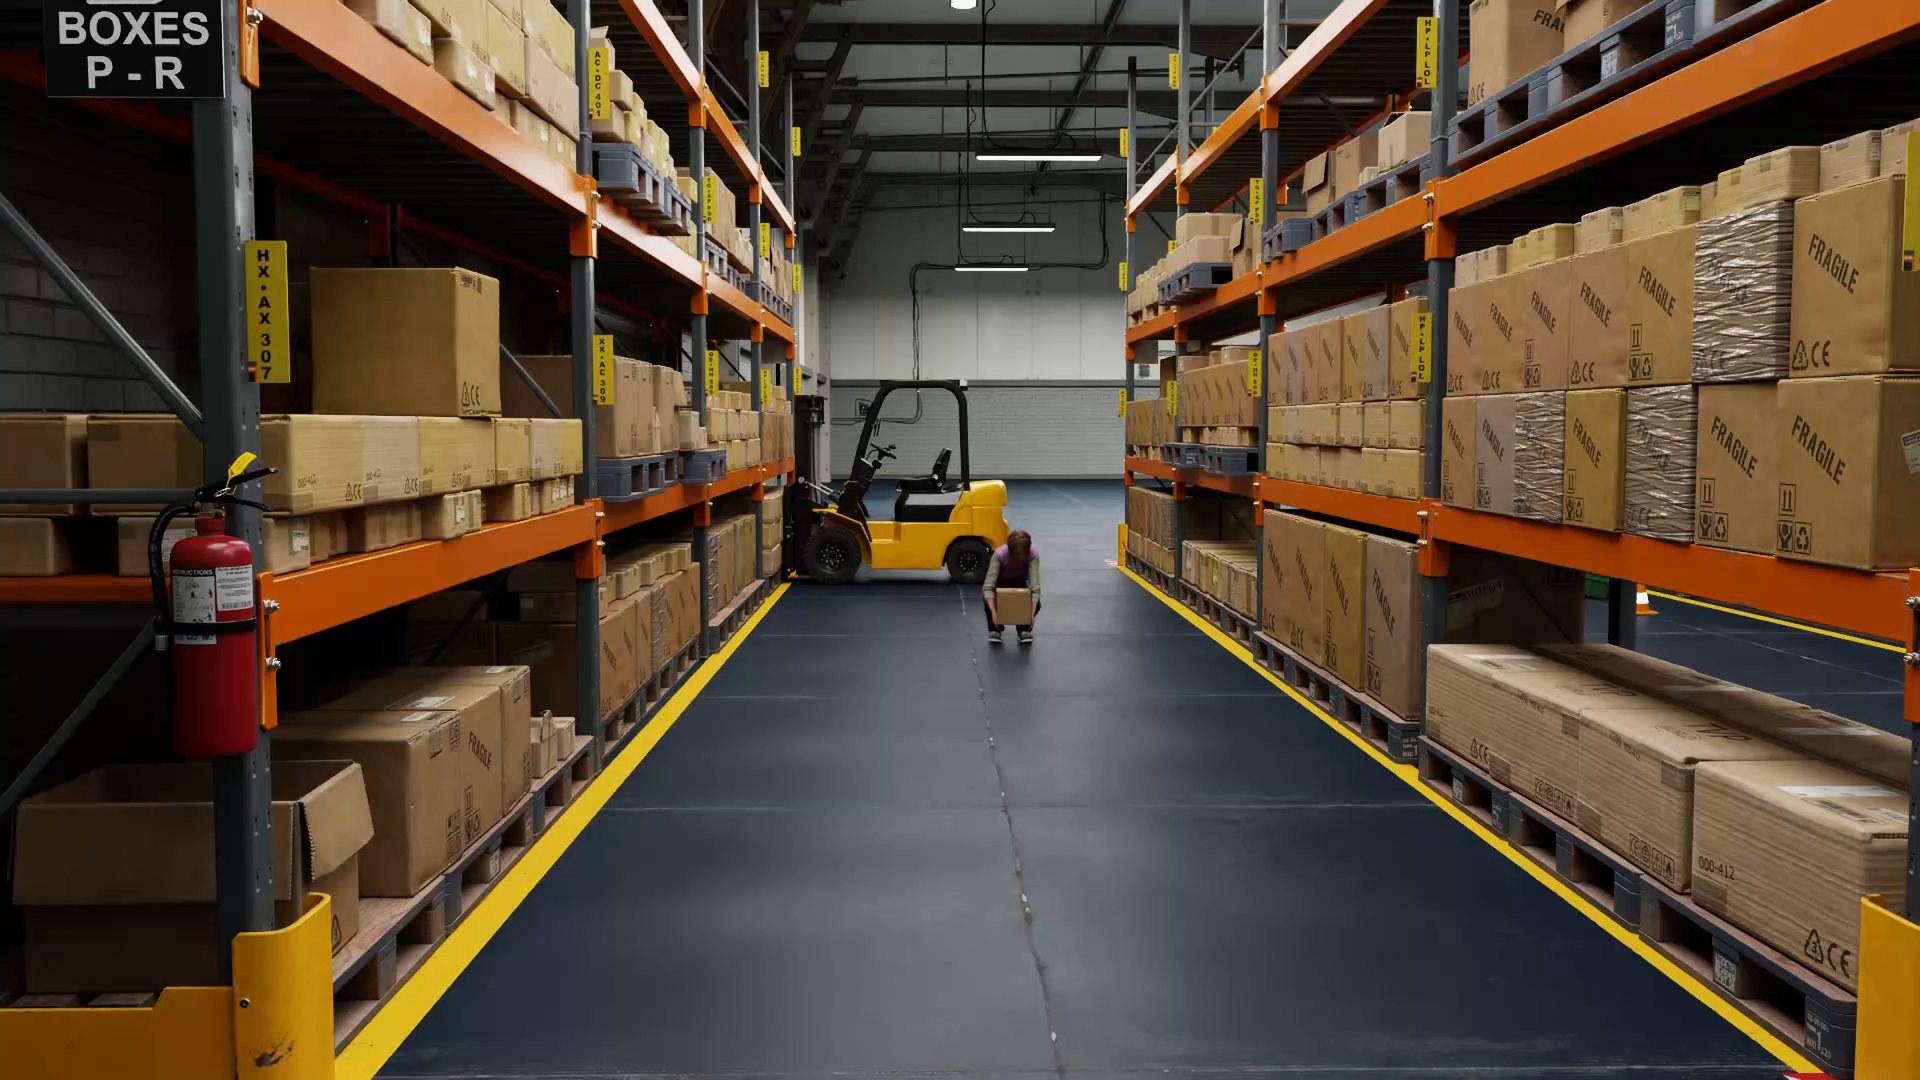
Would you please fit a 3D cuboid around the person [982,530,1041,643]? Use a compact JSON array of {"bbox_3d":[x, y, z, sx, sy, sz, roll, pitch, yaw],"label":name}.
[{"bbox_3d":[0.390,0.364,12.738,0.453,0.880,0.808,0,4,-1],"label":"person"}]
